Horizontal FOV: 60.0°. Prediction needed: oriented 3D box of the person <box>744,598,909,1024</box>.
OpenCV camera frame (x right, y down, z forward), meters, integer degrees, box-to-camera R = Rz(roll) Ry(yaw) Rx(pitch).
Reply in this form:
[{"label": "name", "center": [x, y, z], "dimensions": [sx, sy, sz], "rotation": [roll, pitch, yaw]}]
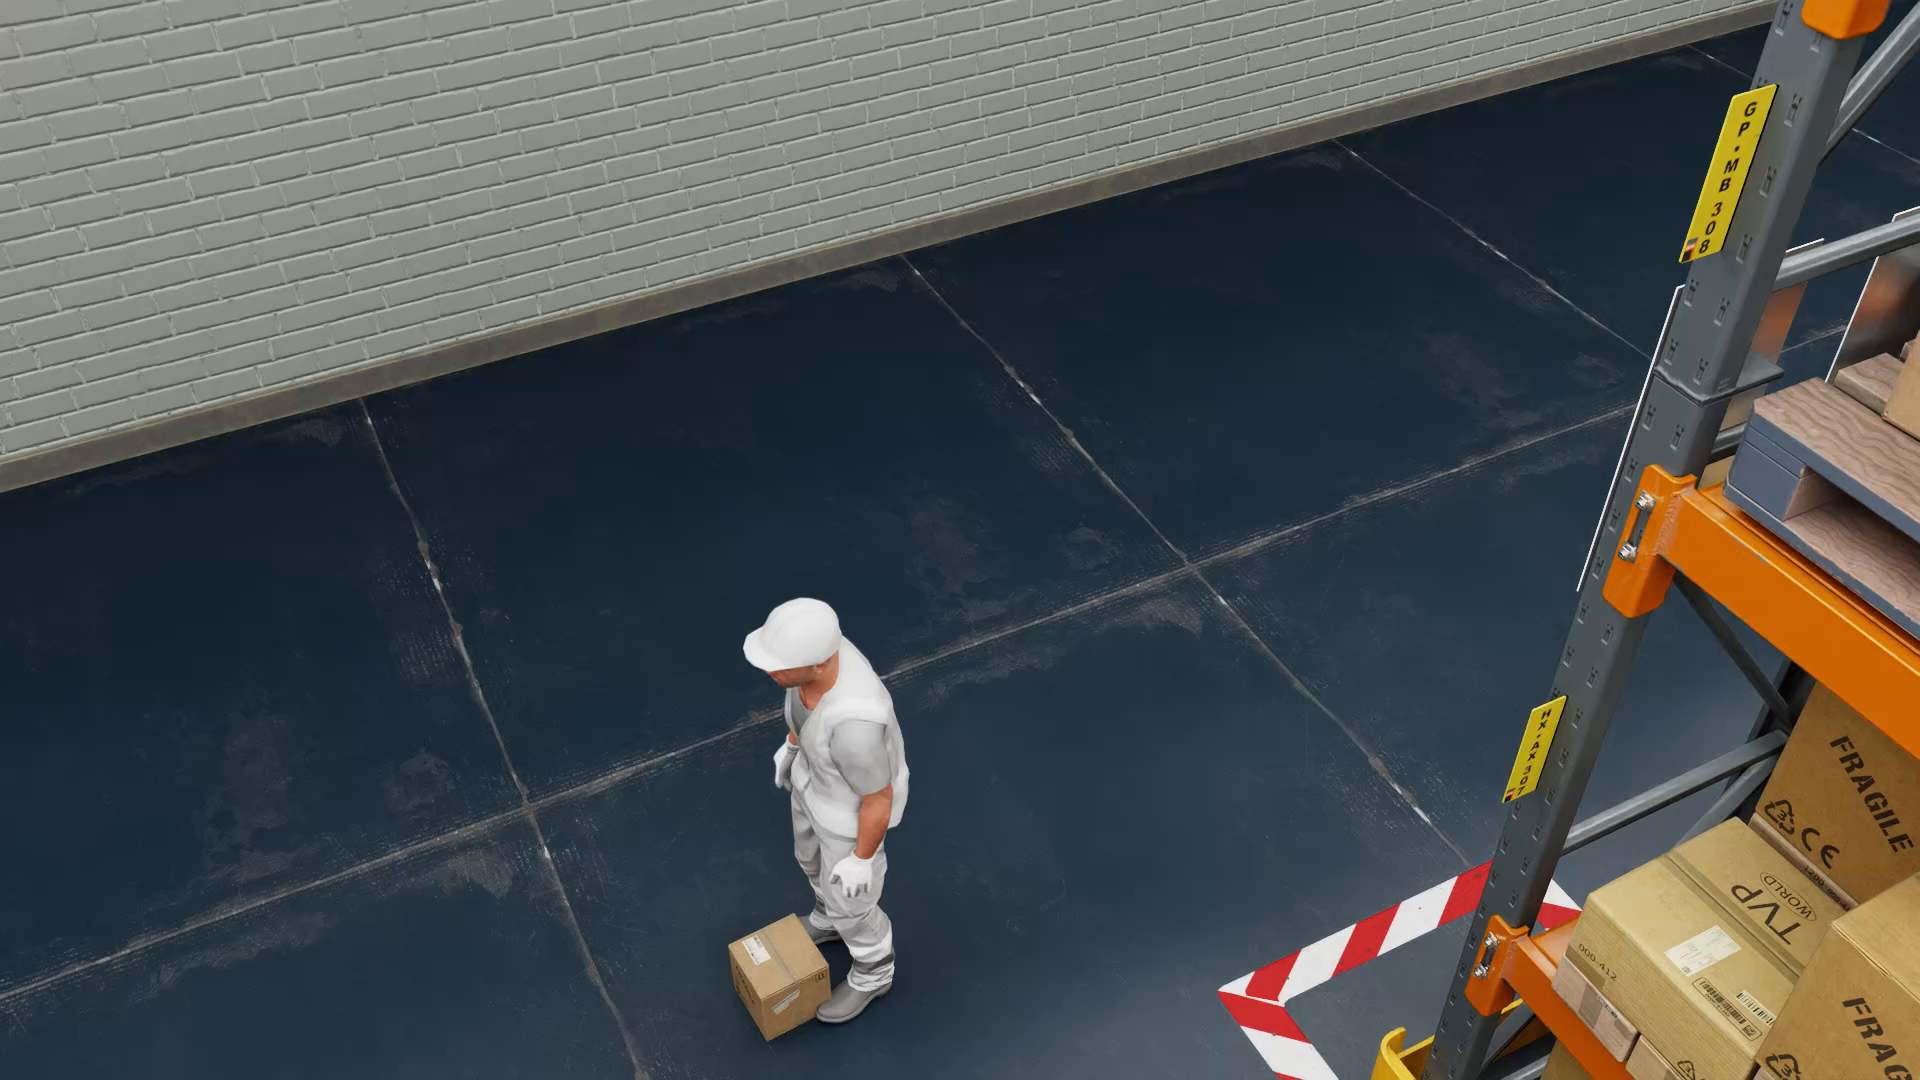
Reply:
[{"label": "person", "center": [-0.403, 0.826, 5.192], "dimensions": [0.448, 1.780, 0.609], "rotation": [-18, 44, -20]}]
